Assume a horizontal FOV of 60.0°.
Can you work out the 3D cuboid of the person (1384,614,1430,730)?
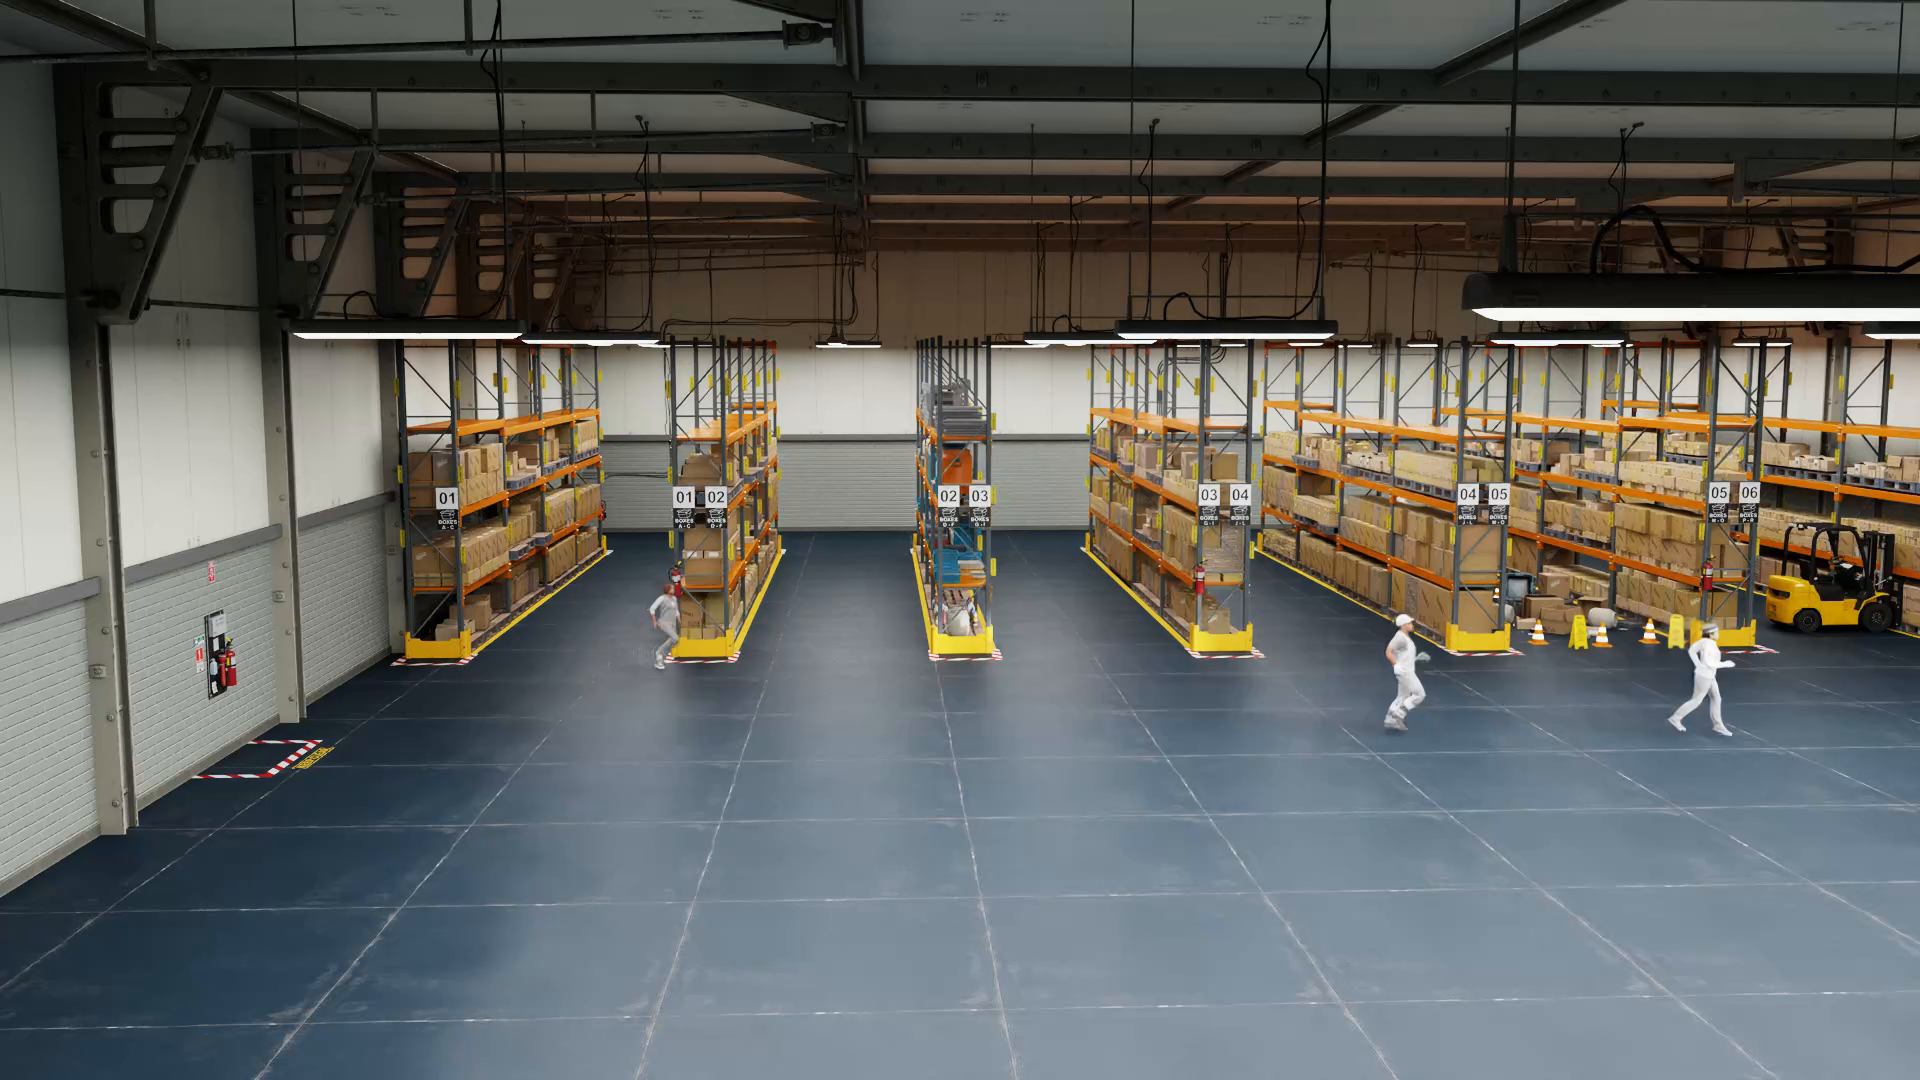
[{"bbox_3d":[6.742,1.991,25.043,0.645,1.741,0.639,2,7,18],"label":"person"}]

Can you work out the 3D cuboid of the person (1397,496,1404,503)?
[{"bbox_3d":[13.011,-0.690,49.471,0.810,1.647,0.630,0,6,0],"label":"person"}]

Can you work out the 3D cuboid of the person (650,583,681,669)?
[{"bbox_3d":[-5.253,1.546,30.093,0.521,1.527,0.556,4,8,31],"label":"person"}]

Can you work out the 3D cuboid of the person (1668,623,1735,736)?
[{"bbox_3d":[11.068,2.067,24.770,0.896,1.707,0.546,3,7,23],"label":"person"}]

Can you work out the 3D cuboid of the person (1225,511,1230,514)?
[{"bbox_3d":[7.509,-0.369,46.232,0.595,1.672,0.965,-1,7,-6],"label":"person"}]
